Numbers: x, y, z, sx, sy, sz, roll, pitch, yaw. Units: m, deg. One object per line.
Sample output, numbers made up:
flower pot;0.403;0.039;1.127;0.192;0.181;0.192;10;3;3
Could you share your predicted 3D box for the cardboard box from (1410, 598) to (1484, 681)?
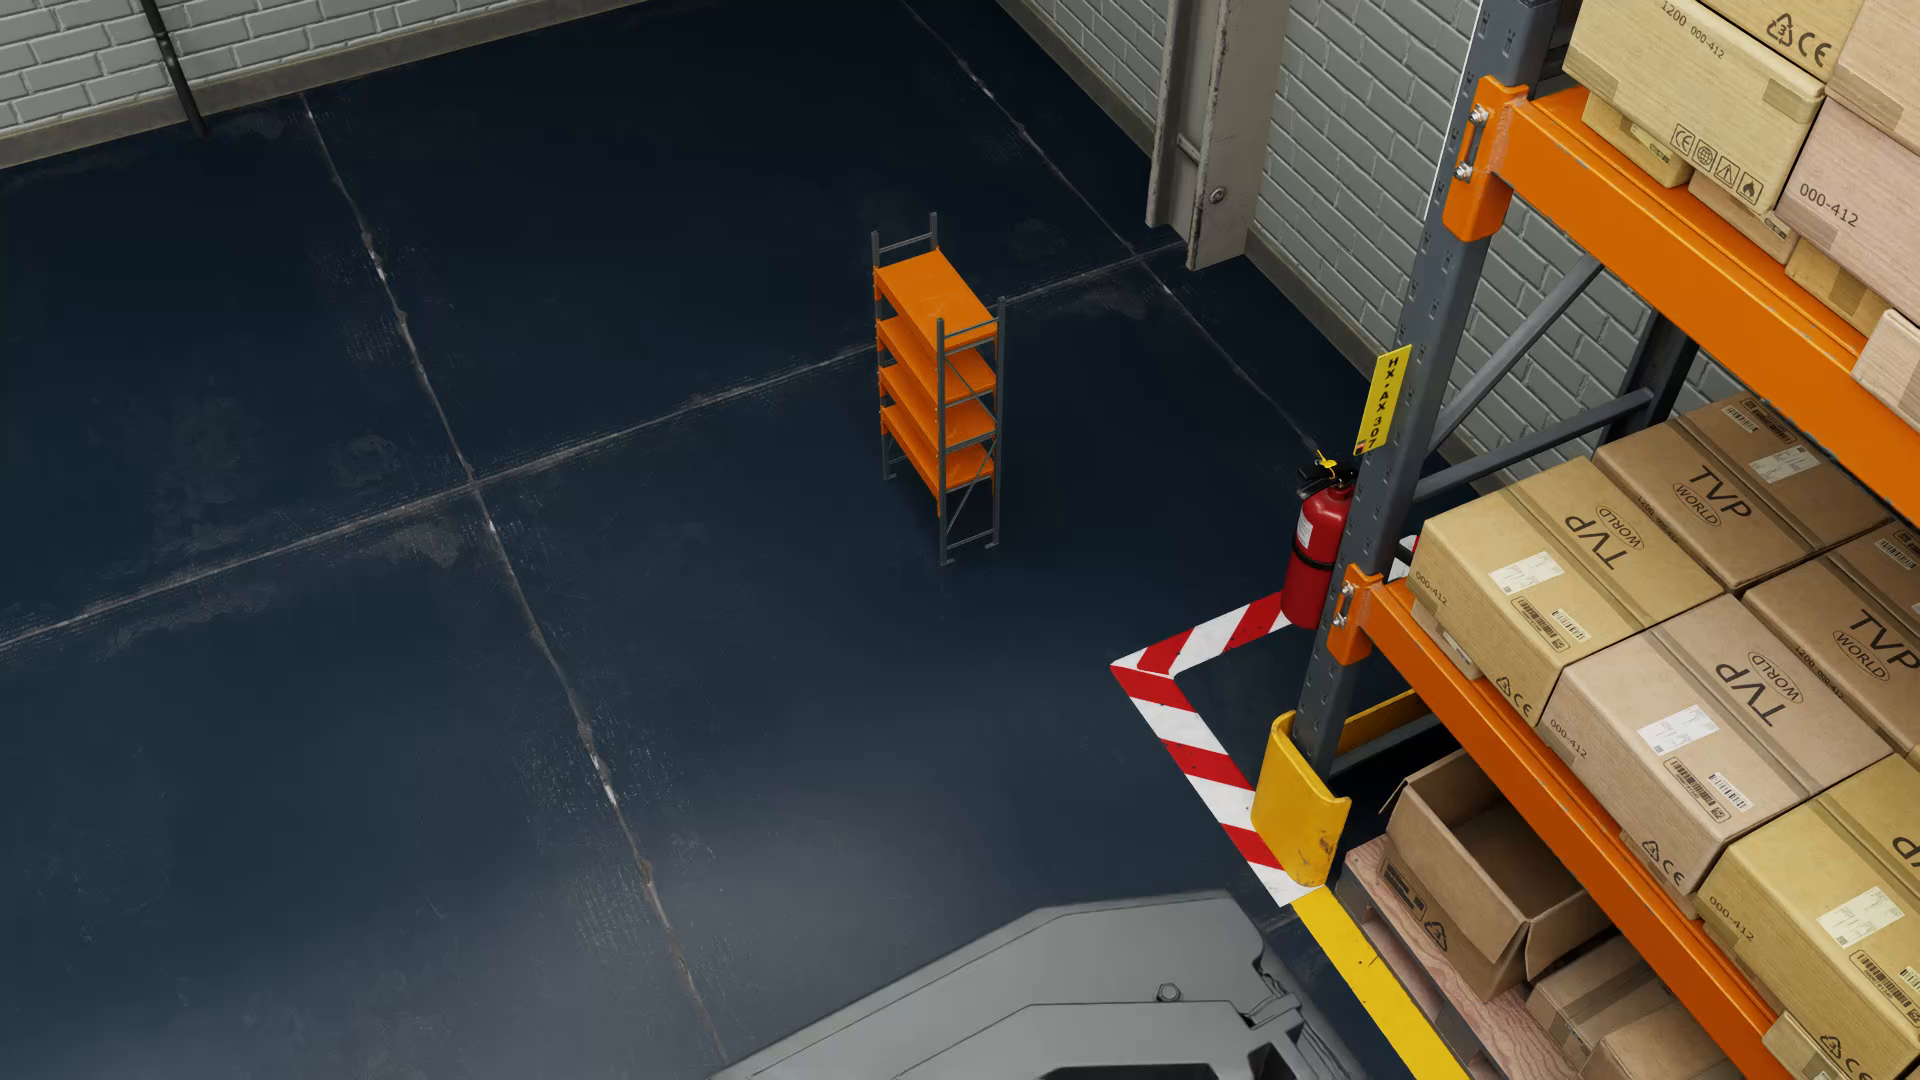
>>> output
cardboard box;1.399;0.164;4.281;0.380;0.149;0.250;-22;52;-18

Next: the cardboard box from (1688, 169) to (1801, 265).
cardboard box;1.575;-0.678;3.024;0.380;0.149;0.250;-20;52;-17

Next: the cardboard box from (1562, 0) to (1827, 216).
cardboard box;1.453;-0.878;2.934;0.500;0.250;0.500;-22;52;-18

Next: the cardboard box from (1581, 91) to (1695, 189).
cardboard box;1.432;-0.844;3.170;0.380;0.149;0.250;-20;52;-17

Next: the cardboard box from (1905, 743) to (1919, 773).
cardboard box;2.396;0.613;3.623;0.500;0.250;0.500;-20;52;-16

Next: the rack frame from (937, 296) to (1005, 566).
rack frame;0.036;-0.342;5.752;0.240;1.200;0.015;-21;52;-18

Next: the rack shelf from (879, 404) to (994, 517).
rack shelf;-0.076;-0.331;6.095;0.258;0.148;0.480;-21;52;-18

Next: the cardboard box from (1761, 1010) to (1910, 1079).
cardboard box;1.944;1.043;3.511;0.380;0.149;0.250;-23;53;-19

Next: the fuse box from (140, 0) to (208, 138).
fuse box;-3.586;-2.488;7.290;0.539;1.711;0.414;-21;52;-18

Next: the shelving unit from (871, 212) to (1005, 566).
shelving unit;-0.076;-0.506;5.895;0.258;1.200;0.503;-21;52;-18

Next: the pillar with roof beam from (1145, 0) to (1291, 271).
pillar with roof beam;-2.768;-2.840;2.756;9.100;9.000;0.400;-21;52;-18

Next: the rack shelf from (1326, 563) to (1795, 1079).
rack shelf;2.408;1.342;3.561;1.077;0.370;4.000;-21;52;-18

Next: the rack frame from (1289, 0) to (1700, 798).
rack frame;1.493;-0.233;4.461;1.000;3.000;0.127;-21;52;-18

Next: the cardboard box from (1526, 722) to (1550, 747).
cardboard box;1.557;0.318;4.146;0.380;0.149;0.250;-20;52;-17

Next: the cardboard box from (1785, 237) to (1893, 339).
cardboard box;1.677;-0.500;2.869;0.380;0.149;0.250;-21;52;-17

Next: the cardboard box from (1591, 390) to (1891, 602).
cardboard box;1.939;-0.065;4.216;0.500;0.250;0.500;-20;52;-16

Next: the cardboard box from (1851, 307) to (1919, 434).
cardboard box;1.700;-0.298;2.692;0.380;0.149;0.250;-20;52;-17

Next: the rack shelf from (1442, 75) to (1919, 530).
rack shelf;2.408;0.355;2.432;1.077;0.370;4.000;-21;52;-18

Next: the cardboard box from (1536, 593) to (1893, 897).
cardboard box;1.692;0.452;3.764;0.500;0.250;0.500;-21;52;-17

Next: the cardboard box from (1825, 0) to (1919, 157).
cardboard box;1.688;-0.703;2.449;0.500;0.250;0.500;-22;52;-18

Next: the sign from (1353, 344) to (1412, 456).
sign;1.010;-0.331;3.972;0.100;0.325;0.005;-21;52;-18

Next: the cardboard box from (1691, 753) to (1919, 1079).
cardboard box;1.926;0.790;3.468;0.500;0.250;0.500;-22;52;-18

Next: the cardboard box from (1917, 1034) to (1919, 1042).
cardboard box;2.147;0.872;2.899;0.500;0.500;0.500;-20;52;-17

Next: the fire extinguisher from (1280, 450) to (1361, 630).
fire extinguisher;1.014;-0.024;4.577;0.296;0.674;0.183;-21;52;-18

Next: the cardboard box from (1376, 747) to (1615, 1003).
cardboard box;1.688;0.893;4.856;0.797;0.503;0.637;-23;53;-19

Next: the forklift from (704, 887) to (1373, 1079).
forklift;0.304;1.967;2.583;1.130;2.935;3.031;-23;53;-19

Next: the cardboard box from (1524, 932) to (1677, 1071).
cardboard box;1.848;1.307;4.729;0.380;0.149;0.250;-23;53;-19

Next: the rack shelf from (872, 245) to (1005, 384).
rack shelf;-0.076;-0.764;5.599;0.258;0.148;0.480;-21;52;-18

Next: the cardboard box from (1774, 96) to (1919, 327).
cardboard box;1.704;-0.545;2.643;0.500;0.250;0.500;-20;52;-17

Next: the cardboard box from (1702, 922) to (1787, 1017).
cardboard box;1.895;0.848;3.682;0.380;0.149;0.250;-20;52;-17

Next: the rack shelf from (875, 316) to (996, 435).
rack shelf;-0.076;-0.609;5.778;0.258;0.148;0.480;-21;52;-18

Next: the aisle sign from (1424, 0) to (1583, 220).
aisle sign;1.200;-1.033;3.434;0.394;0.787;0.004;-21;52;-18

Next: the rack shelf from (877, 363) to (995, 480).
rack shelf;-0.076;-0.462;5.946;0.258;0.148;0.480;-21;52;-18

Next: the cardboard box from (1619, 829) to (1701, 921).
cardboard box;1.769;0.673;3.836;0.380;0.149;0.250;-20;52;-16

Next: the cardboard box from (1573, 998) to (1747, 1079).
cardboard box;2.045;1.479;4.345;0.700;0.500;0.500;-19;52;-16

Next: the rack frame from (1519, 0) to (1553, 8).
rack frame;1.493;-2.208;2.203;1.000;3.000;0.127;-21;52;-18

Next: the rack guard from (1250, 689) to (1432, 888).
rack guard;1.527;0.641;5.357;1.175;0.500;0.348;-21;52;-18

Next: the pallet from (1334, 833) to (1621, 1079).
pallet;1.893;1.269;5.000;1.003;0.211;1.213;-21;52;-18

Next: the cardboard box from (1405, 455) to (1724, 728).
cardboard box;1.461;0.115;4.059;0.500;0.250;0.500;-21;52;-17

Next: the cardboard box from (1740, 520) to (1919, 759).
cardboard box;2.174;0.280;3.914;0.500;0.250;0.500;-21;52;-17

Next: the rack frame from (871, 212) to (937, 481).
rack frame;-0.187;-0.669;6.038;0.240;1.200;0.015;-21;52;-18

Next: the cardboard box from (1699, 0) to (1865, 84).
cardboard box;1.472;-1.050;2.753;0.500;0.250;0.500;-22;52;-18
